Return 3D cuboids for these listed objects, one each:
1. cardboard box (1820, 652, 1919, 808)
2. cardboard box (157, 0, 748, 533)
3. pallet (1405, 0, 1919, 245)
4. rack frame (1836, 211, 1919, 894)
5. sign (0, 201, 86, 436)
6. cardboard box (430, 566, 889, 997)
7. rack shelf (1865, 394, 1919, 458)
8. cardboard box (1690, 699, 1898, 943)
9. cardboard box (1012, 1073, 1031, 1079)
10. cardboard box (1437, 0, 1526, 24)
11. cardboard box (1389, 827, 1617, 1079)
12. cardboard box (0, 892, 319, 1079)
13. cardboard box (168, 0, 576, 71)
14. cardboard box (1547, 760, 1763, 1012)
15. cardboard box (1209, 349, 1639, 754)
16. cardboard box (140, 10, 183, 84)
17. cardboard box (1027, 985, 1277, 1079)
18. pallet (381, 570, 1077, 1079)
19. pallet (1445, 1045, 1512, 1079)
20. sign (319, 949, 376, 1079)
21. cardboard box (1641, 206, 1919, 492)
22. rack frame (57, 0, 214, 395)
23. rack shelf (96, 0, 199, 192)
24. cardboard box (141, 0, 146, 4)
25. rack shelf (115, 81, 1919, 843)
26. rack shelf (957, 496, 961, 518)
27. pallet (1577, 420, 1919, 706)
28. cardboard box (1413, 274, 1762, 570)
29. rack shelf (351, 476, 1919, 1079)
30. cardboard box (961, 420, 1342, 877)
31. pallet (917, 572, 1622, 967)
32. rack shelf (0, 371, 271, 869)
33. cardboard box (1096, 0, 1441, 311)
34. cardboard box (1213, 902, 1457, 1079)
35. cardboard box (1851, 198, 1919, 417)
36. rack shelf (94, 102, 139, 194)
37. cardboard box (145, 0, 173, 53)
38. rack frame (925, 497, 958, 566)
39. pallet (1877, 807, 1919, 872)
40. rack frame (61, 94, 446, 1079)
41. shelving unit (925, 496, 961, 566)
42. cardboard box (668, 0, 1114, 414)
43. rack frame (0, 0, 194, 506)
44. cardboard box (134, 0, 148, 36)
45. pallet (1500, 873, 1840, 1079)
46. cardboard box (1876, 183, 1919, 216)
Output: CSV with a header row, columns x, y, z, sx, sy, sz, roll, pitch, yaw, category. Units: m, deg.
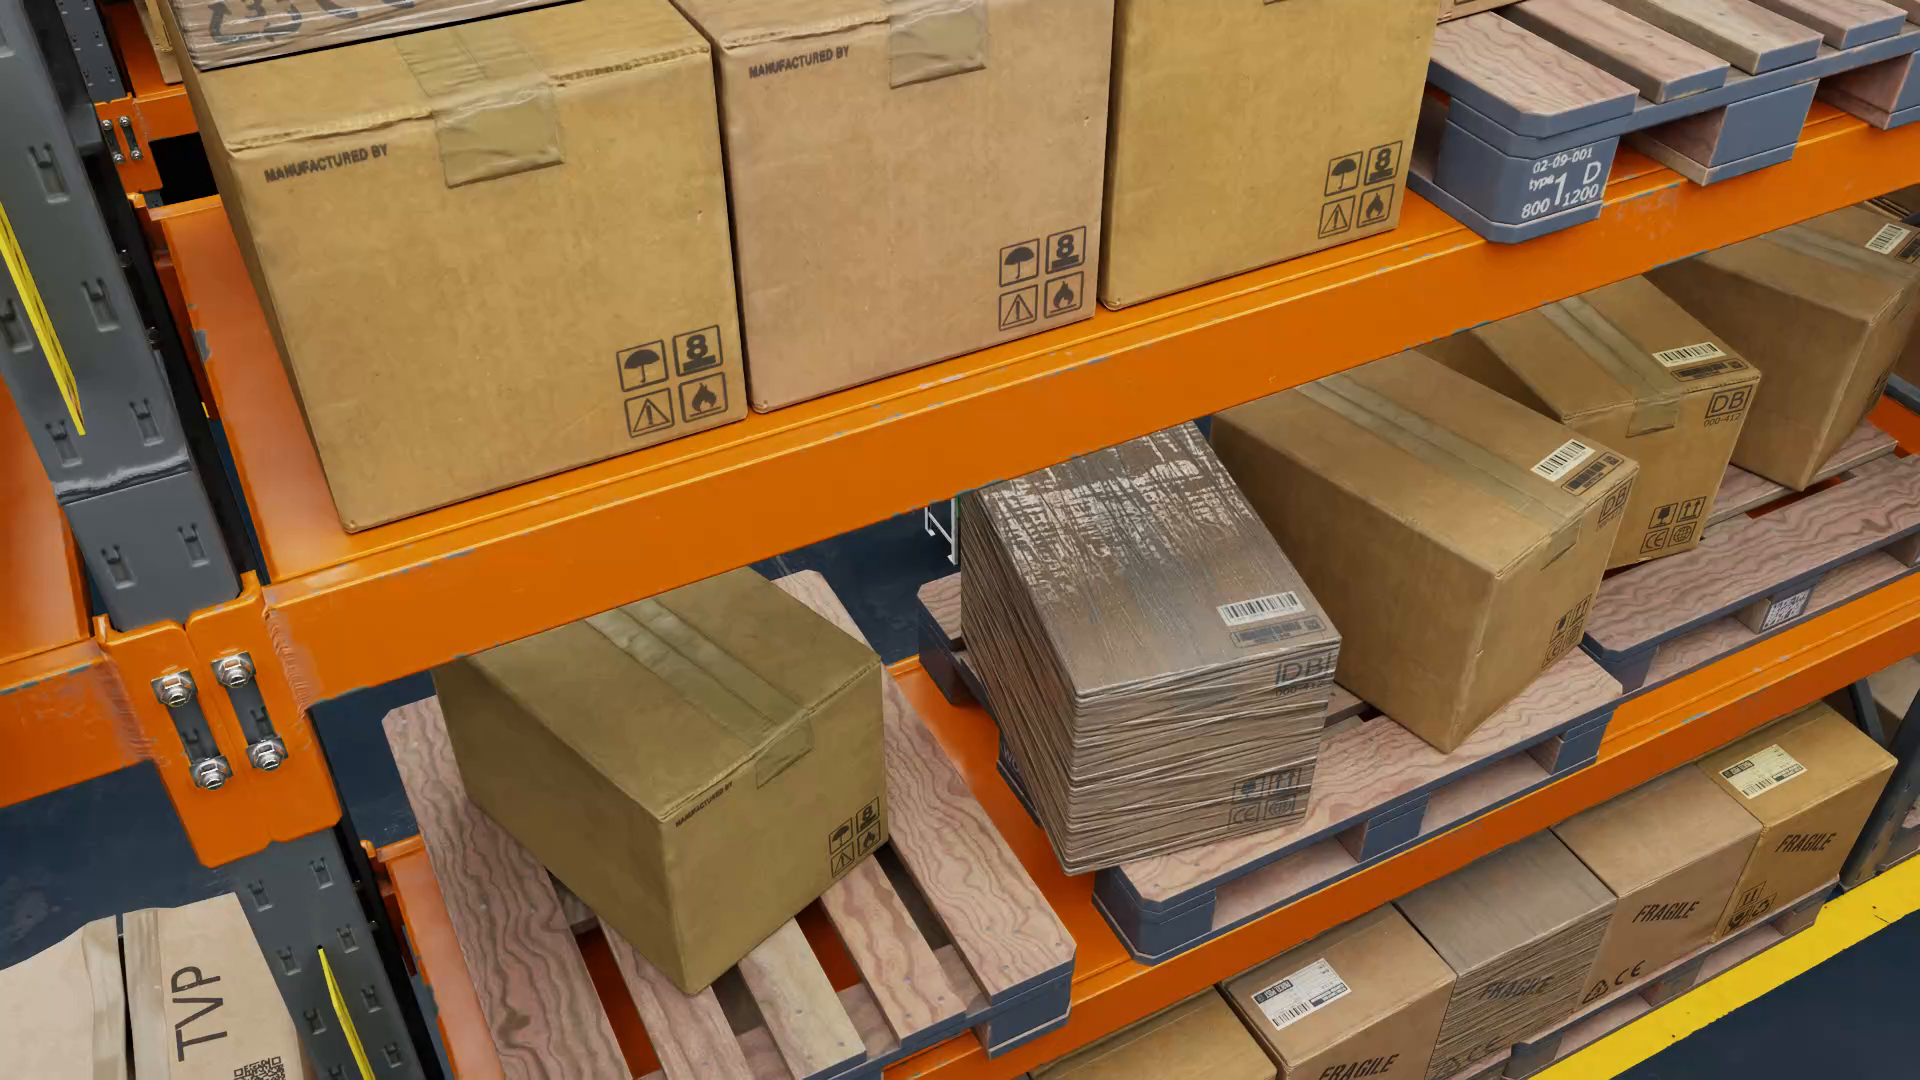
x,y,z,sx,sy,sz,roll,pitch,yaw,category
2.954,0.469,5.114,0.500,0.311,0.500,-19,44,-21,cardboard box
-0.695,-0.526,2.151,0.500,0.500,0.910,-19,44,-21,cardboard box
0.952,-0.995,2.928,1.003,0.211,1.213,-19,44,-21,pallet
2.481,-0.388,4.386,0.127,3.000,1.000,-19,44,-21,rack frame
-0.817,-0.246,1.436,0.005,0.325,0.100,-19,44,-21,sign
-0.560,0.355,3.106,0.700,0.500,0.500,31,49,31,cardboard box
4.255,-0.710,5.324,4.000,0.370,1.077,-19,44,-21,rack shelf
2.176,0.710,4.684,0.500,0.500,0.500,-19,44,-21,cardboard box
-0.069,1.461,3.797,0.500,0.500,0.500,-20,44,-22,cardboard box
0.819,-1.261,2.617,0.600,0.600,0.600,-20,44,-22,cardboard box
1.289,1.002,4.339,0.500,0.500,0.500,-18,43,-20,cardboard box
-1.409,0.924,2.906,0.500,0.311,0.500,-16,43,-18,cardboard box
-0.677,-0.885,1.801,0.500,0.500,0.500,-19,44,-21,cardboard box
1.734,0.853,4.515,0.500,0.500,0.500,-18,44,-20,cardboard box
0.943,-0.023,3.554,0.500,0.500,0.700,-30,49,-31,cardboard box
-2.959,-1.909,6.362,0.250,0.149,0.380,-19,44,-21,cardboard box
0.378,1.314,3.970,0.500,0.500,0.500,-19,44,-21,cardboard box
-0.498,0.637,3.325,1.003,0.211,1.213,-19,44,-21,pallet
0.694,1.308,4.542,1.213,0.211,1.003,-19,44,-21,pallet
-0.807,0.681,2.227,0.005,0.325,0.100,-19,44,-21,sign
1.958,-0.573,4.203,0.700,0.500,0.500,31,49,31,cardboard box
-3.358,-2.031,6.328,0.127,3.000,1.000,-19,44,-21,rack frame
-1.584,-2.354,7.266,4.000,0.370,1.077,-19,44,-21,rack shelf
-3.061,-2.483,6.538,0.500,0.500,0.500,-18,44,-20,cardboard box
0.707,-0.661,2.944,4.000,0.370,1.077,-19,44,-21,rack shelf
0.147,-0.275,6.117,0.480,0.148,0.258,-19,44,-21,rack shelf
1.722,-0.138,4.240,1.213,0.211,1.003,-19,44,-21,pallet
1.377,-0.331,3.917,0.500,0.500,0.700,-12,42,-14,cardboard box
0.707,0.484,3.914,4.000,0.370,1.077,-19,44,-21,rack shelf
0.339,0.192,3.300,0.500,0.500,0.700,-11,41,-13,cardboard box
0.656,0.296,3.727,1.213,0.211,1.003,-19,44,-21,pallet
-2.840,0.533,1.534,4.000,0.370,1.077,-19,44,-21,rack shelf
0.219,-0.834,2.514,0.500,0.500,0.910,-19,44,-21,cardboard box
0.839,1.155,4.158,0.500,0.500,0.500,-20,44,-22,cardboard box
2.806,-0.722,4.704,0.500,0.500,0.500,-18,43,-20,cardboard box
-5.132,-1.160,5.855,4.000,0.370,1.077,-19,44,-21,rack shelf
-2.809,-2.189,6.191,0.500,0.500,0.500,-17,43,-19,cardboard box
-0.070,-0.435,5.835,0.015,1.200,0.240,-19,44,-21,rack frame
3.091,0.472,5.529,1.213,0.211,1.003,-19,44,-21,pallet
-1.066,0.806,2.976,0.127,3.000,1.000,-19,44,-21,rack frame
0.147,-0.507,5.921,0.503,1.200,0.258,-19,44,-21,shelving unit
-0.243,-0.679,2.331,0.500,0.500,0.910,-19,44,-21,cardboard box
-1.066,-1.484,1.038,0.127,3.000,1.000,-19,44,-21,rack frame
-3.187,-2.187,6.691,0.250,0.149,0.380,-18,43,-20,cardboard box
1.777,0.941,4.975,1.213,0.211,1.003,-19,44,-21,pallet
2.810,-1.107,4.385,0.500,0.500,0.500,-18,44,-20,cardboard box
